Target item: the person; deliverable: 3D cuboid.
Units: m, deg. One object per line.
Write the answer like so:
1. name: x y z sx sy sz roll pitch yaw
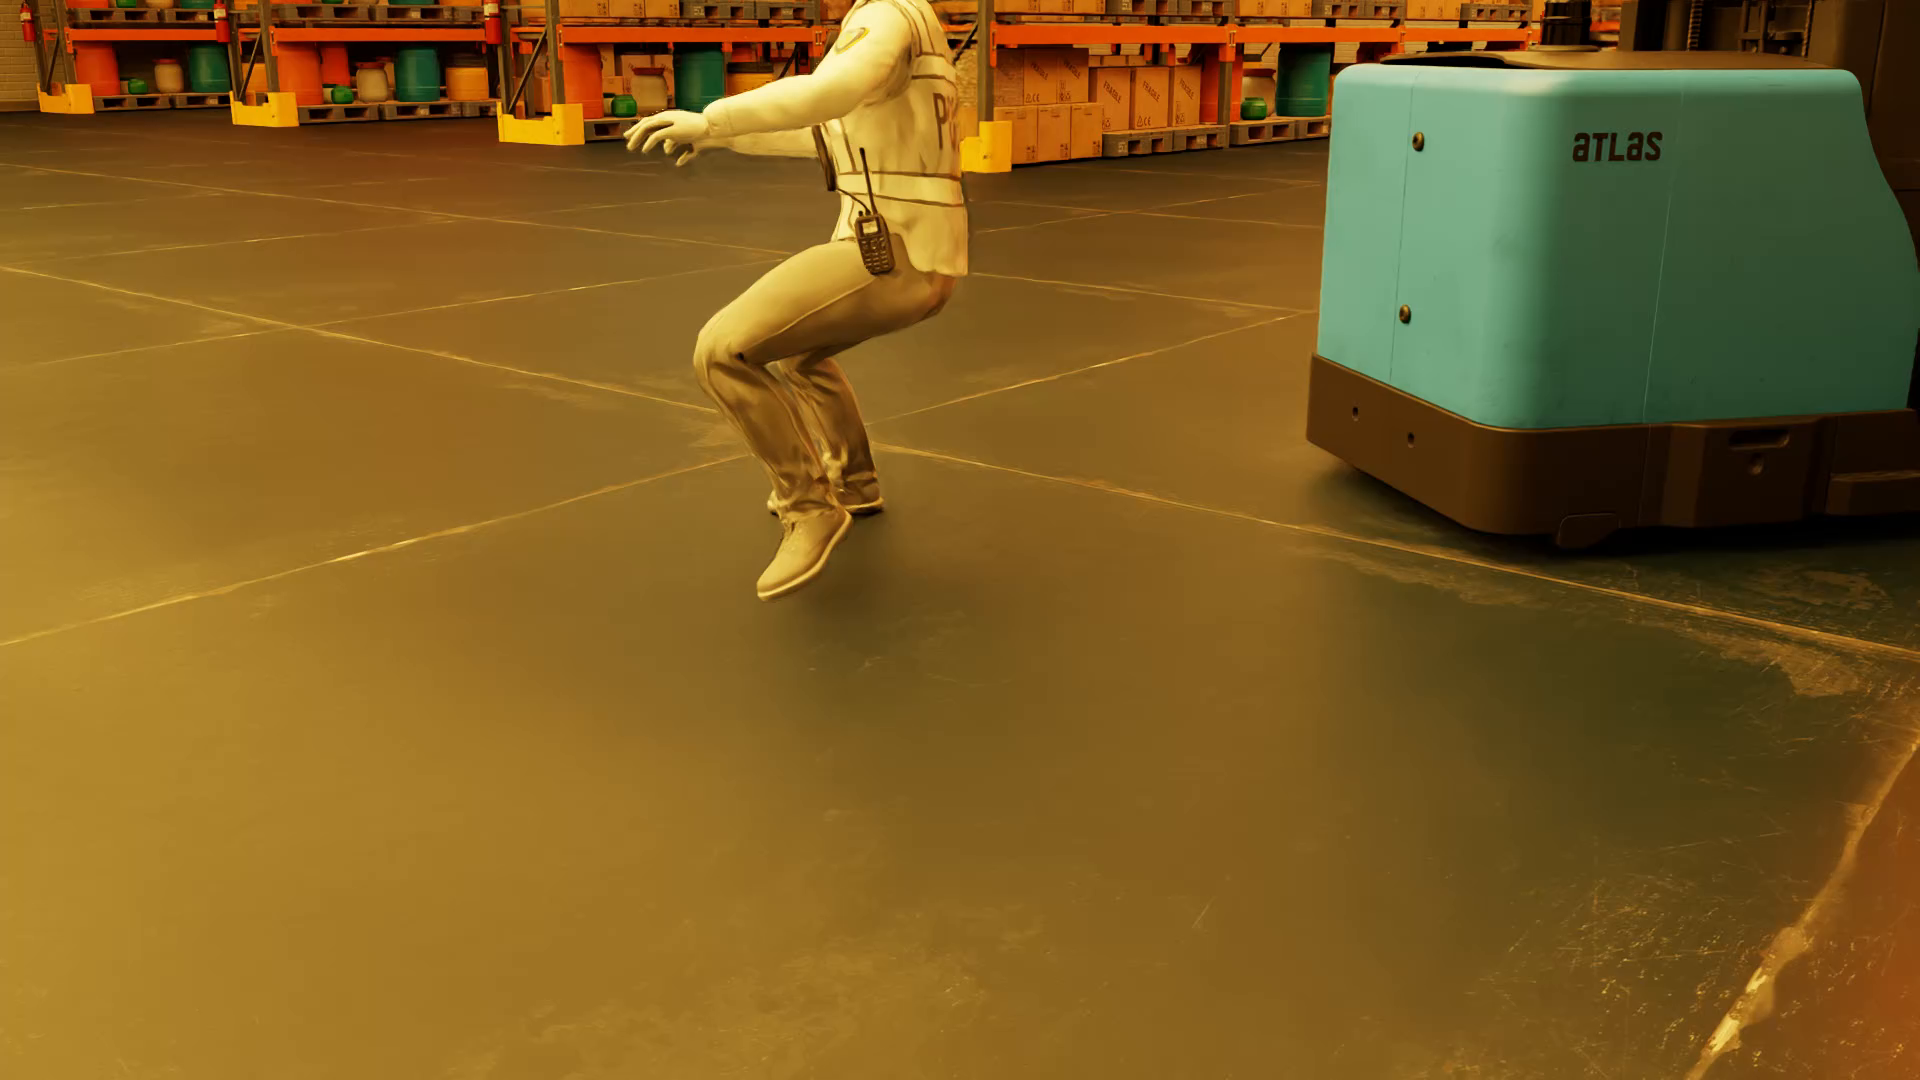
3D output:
1. person: -0.337 -0.648 3.579 0.716 1.449 0.934 3 17 8

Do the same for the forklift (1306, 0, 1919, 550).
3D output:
1. forklift: 2.533 -1.583 4.110 3.031 2.935 1.130 -4 17 -12
